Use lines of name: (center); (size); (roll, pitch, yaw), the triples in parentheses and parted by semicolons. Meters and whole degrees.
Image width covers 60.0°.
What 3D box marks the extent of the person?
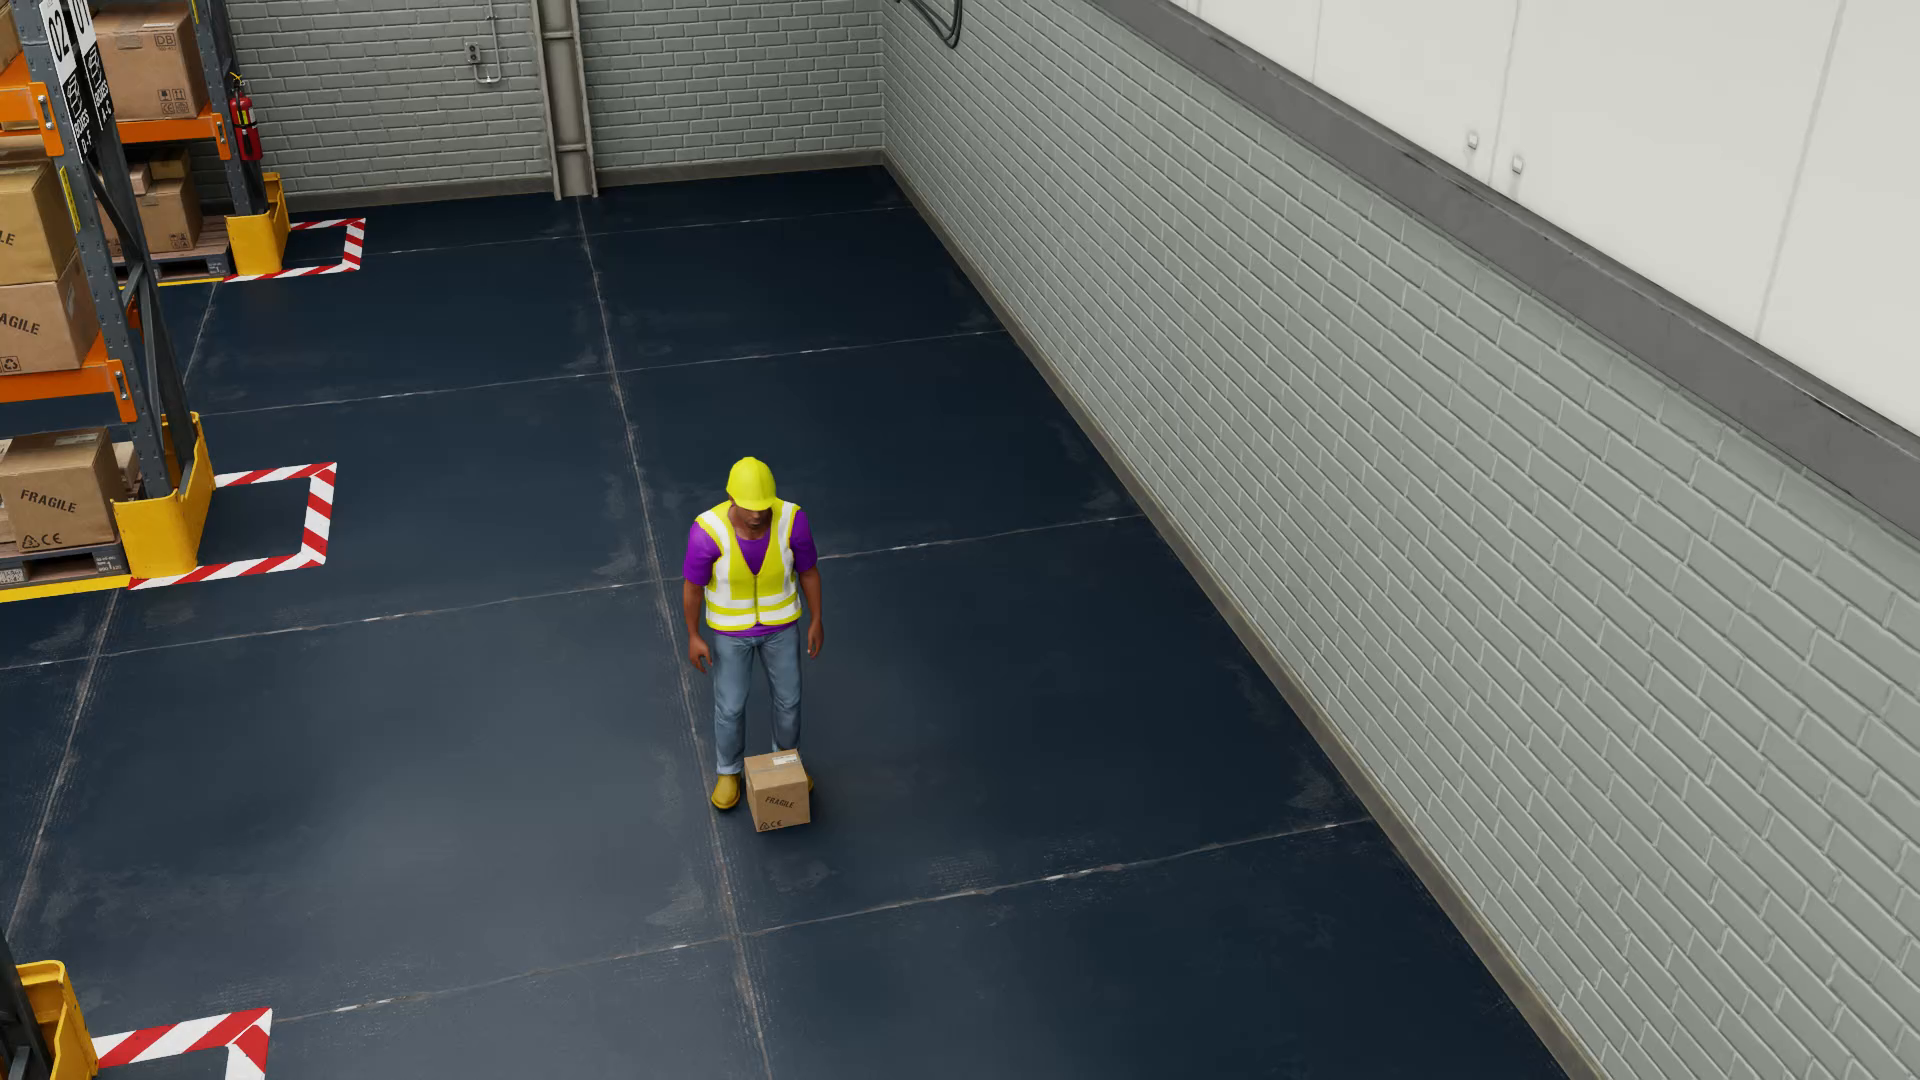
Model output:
person: (-0.925, 0.401, 7.530); (0.627, 1.761, 0.456); (-8, 31, -13)
